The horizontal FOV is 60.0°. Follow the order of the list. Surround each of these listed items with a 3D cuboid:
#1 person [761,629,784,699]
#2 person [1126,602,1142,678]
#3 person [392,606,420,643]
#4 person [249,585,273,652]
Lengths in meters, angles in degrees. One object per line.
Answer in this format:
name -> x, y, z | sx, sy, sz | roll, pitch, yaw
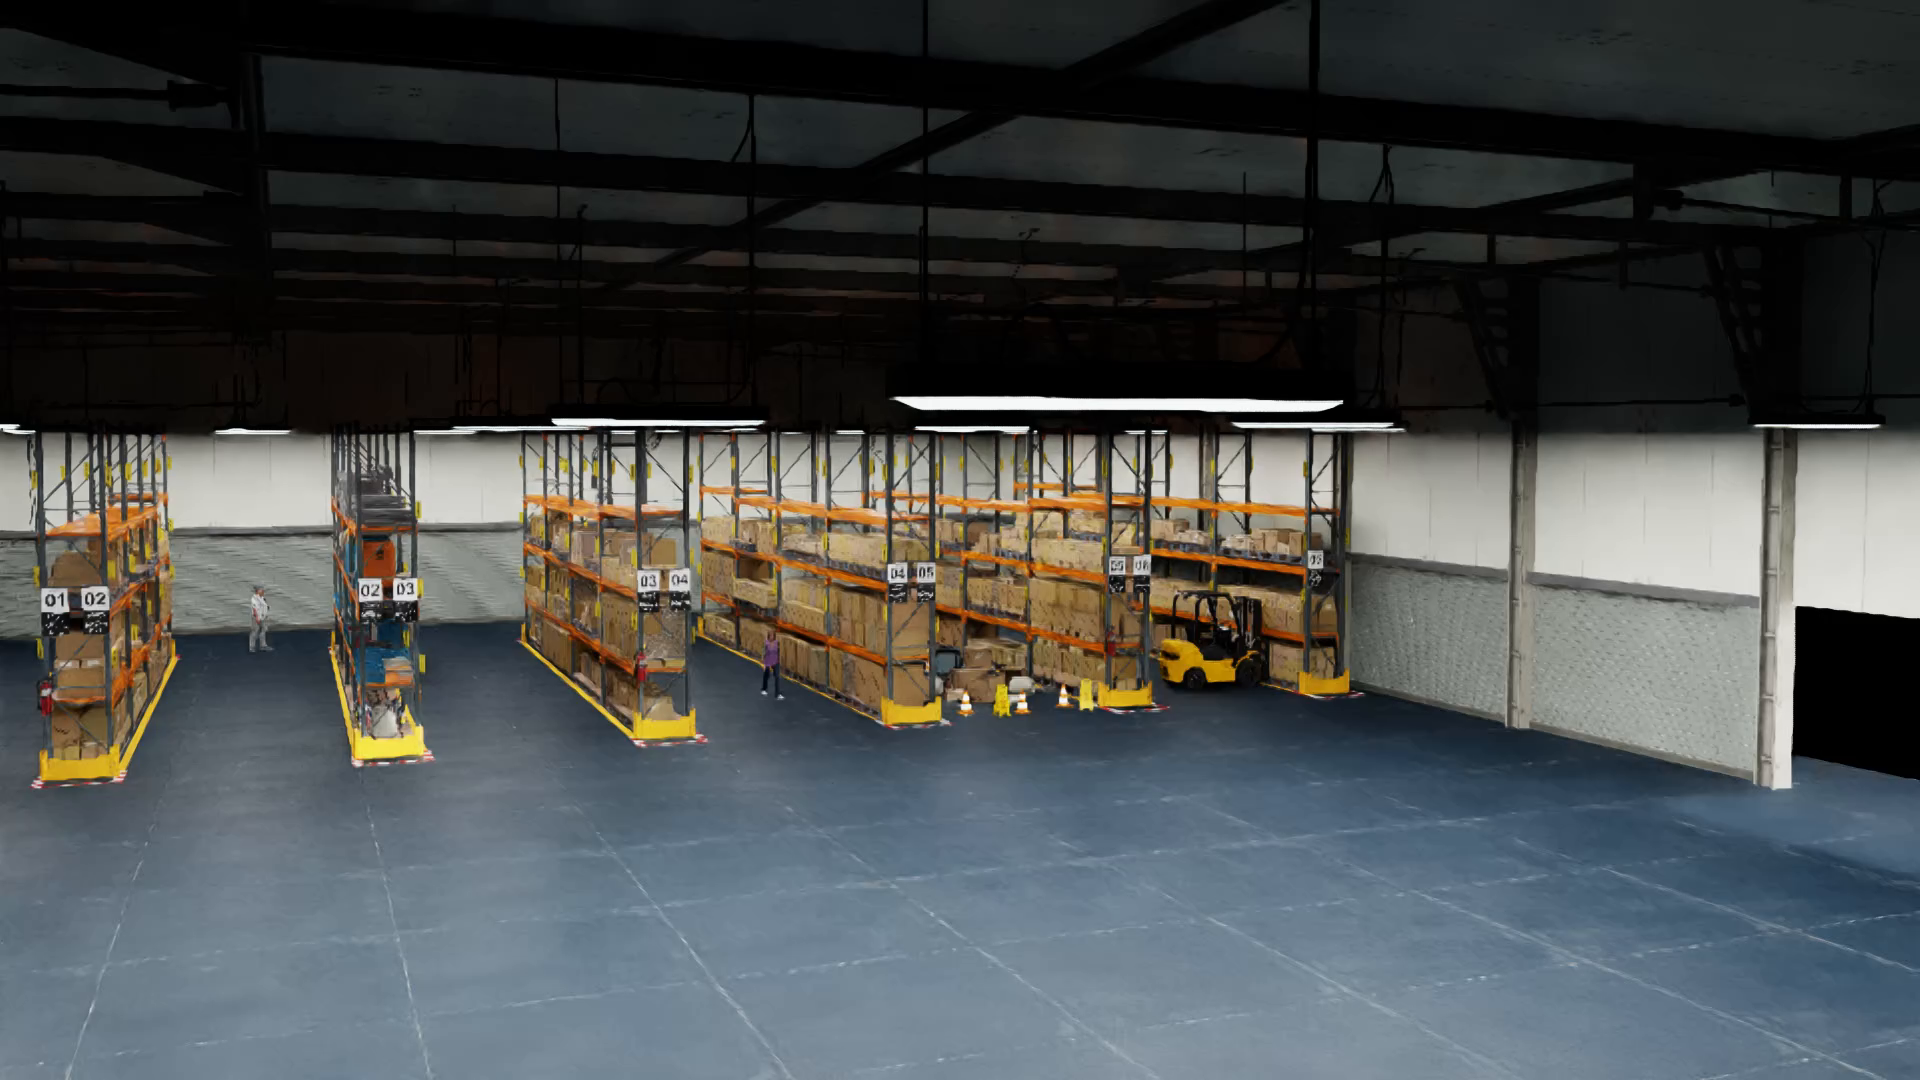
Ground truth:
person -> -4.130, 2.685, 36.250 | 0.417, 1.517, 1.036 | -1, 4, -20
person -> 4.013, 2.358, 39.346 | 0.636, 1.775, 0.677 | 1, 4, 9
person -> -15.378, 2.022, 45.799 | 0.662, 1.660, 0.841 | -3, 5, -41
person -> -18.664, 2.075, 44.266 | 0.479, 1.757, 0.661 | 0, 4, 2
